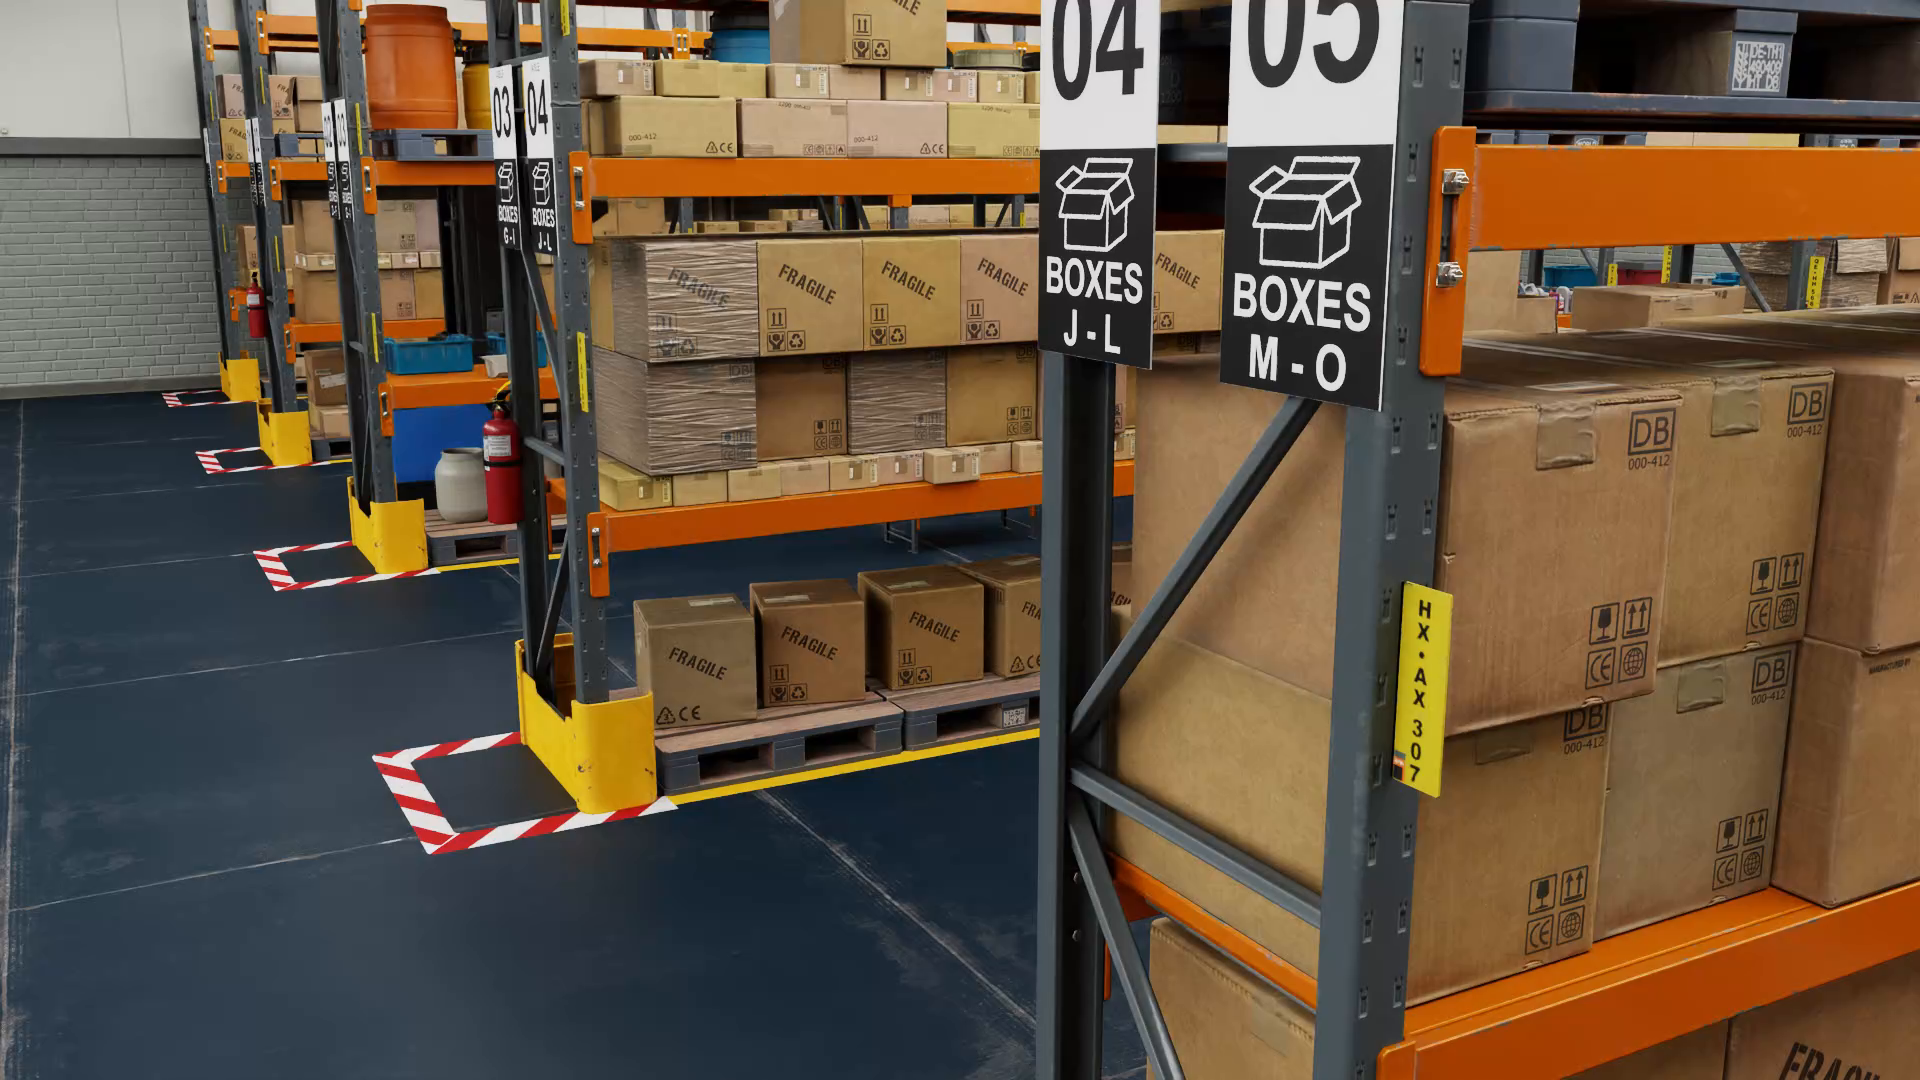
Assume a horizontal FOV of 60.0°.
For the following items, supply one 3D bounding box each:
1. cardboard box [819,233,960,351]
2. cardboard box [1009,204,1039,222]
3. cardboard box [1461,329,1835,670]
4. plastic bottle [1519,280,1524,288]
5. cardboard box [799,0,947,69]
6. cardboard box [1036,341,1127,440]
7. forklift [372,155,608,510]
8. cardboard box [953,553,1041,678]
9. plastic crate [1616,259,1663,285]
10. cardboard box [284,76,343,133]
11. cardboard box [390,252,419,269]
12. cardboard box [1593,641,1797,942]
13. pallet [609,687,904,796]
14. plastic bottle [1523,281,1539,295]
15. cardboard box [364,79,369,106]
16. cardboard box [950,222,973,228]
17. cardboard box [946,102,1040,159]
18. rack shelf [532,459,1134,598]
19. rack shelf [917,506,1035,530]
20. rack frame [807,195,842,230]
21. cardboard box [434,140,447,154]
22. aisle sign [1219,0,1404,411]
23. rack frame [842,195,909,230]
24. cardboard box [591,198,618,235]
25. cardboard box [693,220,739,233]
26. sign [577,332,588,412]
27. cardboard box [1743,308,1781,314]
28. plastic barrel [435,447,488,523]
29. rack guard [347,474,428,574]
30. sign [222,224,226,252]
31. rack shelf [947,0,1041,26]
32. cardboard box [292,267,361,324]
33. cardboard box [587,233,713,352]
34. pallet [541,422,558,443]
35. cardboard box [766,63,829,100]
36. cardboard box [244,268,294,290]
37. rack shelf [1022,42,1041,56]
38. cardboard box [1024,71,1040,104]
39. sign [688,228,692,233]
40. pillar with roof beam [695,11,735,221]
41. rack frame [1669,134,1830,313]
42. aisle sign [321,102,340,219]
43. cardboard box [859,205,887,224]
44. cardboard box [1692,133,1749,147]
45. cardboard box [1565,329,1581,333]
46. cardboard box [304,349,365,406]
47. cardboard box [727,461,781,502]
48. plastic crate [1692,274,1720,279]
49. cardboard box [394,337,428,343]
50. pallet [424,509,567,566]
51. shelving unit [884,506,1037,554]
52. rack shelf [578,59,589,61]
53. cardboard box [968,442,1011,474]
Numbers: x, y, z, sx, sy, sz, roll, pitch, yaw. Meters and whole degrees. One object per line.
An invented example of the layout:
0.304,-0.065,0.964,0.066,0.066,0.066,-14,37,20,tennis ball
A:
-0.335,-1.171,7.800,0.500,0.500,0.500,-7,14,-28,cardboard box
0.843,-4.926,25.005,0.500,0.250,0.500,-6,14,-27,cardboard box
1.242,-0.121,3.514,0.550,0.550,0.875,-7,14,-28,cardboard box
5.612,-2.441,16.737,0.185,0.351,0.144,-7,14,-28,plastic bottle
-0.396,-2.386,7.502,0.500,0.500,0.500,-7,14,-28,cardboard box
0.411,-0.842,8.612,0.500,0.500,0.875,-7,14,-28,cardboard box
-3.533,-1.824,14.038,3.031,2.935,1.130,-7,15,-29,forklift
0.306,0.390,8.781,0.500,0.500,0.500,-8,15,-33,cardboard box
7.235,-2.703,17.507,0.583,0.464,0.402,-7,14,-28,plastic crate
-6.066,-4.136,15.815,0.637,0.503,0.797,-6,14,-24,cardboard box
-5.452,-2.735,16.226,0.250,0.149,0.380,-7,14,-29,cardboard box
1.235,0.403,3.644,0.550,0.550,0.875,-7,14,-28,cardboard box
-1.032,0.893,8.158,1.213,0.211,1.003,-7,14,-28,pallet
5.681,-2.413,16.614,0.185,0.351,0.144,-7,14,-28,plastic bottle
-7.334,-5.508,20.870,0.500,0.500,0.500,-7,14,-28,cardboard box
-0.024,-4.453,24.612,0.500,0.500,0.500,-6,14,-26,cardboard box
0.059,-1.934,7.880,0.500,0.250,0.500,-6,14,-26,cardboard box
-0.073,-0.240,8.481,4.000,0.370,1.077,-7,14,-28,rack shelf
0.006,-0.311,12.543,1.000,0.278,0.538,-7,14,-28,rack shelf
-1.927,-4.086,23.932,0.127,3.000,1.000,-7,14,-28,rack frame
-6.681,-4.970,20.755,0.500,0.500,0.500,-7,15,-30,cardboard box
0.541,-0.617,2.597,0.004,0.787,0.394,-7,14,-28,aisle sign
-0.691,-1.756,13.578,0.127,3.000,1.000,-7,14,-28,rack frame
-3.890,-3.291,17.218,0.500,0.500,0.700,-7,14,-28,cardboard box
-3.418,-4.162,23.043,0.500,0.500,0.700,-7,14,-28,cardboard box
-1.569,-0.698,6.908,0.005,0.325,0.100,-7,14,-28,sign
5.508,-1.370,11.639,0.500,0.500,0.500,-6,14,-26,cardboard box
-3.661,-0.410,12.309,0.421,0.512,0.421,0,13,0,plastic barrel
-4.158,-0.132,12.059,0.348,0.500,1.175,-7,14,-28,rack guard
-8.689,-3.562,19.632,0.005,0.325,0.100,-7,14,-28,sign
1.065,-4.347,13.977,4.000,0.370,1.077,-7,14,-28,rack shelf
-6.156,-2.385,16.148,0.500,0.500,0.700,-7,14,-28,cardboard box
-1.464,-1.167,7.782,0.500,0.500,0.500,-7,14,-28,cardboard box
-4.851,-1.145,17.218,1.213,0.211,1.003,-7,14,-28,pallet
-0.766,-2.023,7.369,0.250,0.149,0.380,-6,14,-26,cardboard box
-8.368,-3.171,20.163,0.500,0.250,0.500,-7,15,-29,cardboard box
2.205,-5.723,20.091,4.000,0.370,1.077,-7,14,-28,rack shelf
0.381,-2.156,7.960,0.250,0.149,0.380,-6,14,-25,cardboard box
-2.794,-3.065,17.243,0.005,0.325,0.100,-7,14,-28,sign
-1.420,-6.213,19.720,0.400,9.000,9.100,-7,14,-28,pillar with roof beam
5.193,-1.222,11.207,0.127,3.000,1.000,-7,14,-28,rack frame
-4.407,-2.653,11.644,0.004,0.787,0.394,-7,14,-28,aisle sign
-1.380,-4.656,23.808,0.500,0.250,0.500,-6,14,-27,cardboard box
4.464,-2.460,10.218,0.500,0.250,0.500,-7,14,-28,cardboard box
3.859,-1.134,10.165,0.258,0.266,0.396,-7,15,-29,cardboard box
-6.244,-1.633,16.631,0.500,0.500,0.500,-7,14,-28,cardboard box
-1.009,-0.288,7.628,0.250,0.149,0.380,-7,14,-28,cardboard box
8.312,-2.865,18.751,0.300,0.233,0.416,-7,14,-28,plastic crate
-7.130,-2.422,21.231,0.500,0.500,0.700,-8,15,-31,cardboard box
-3.442,-0.076,12.466,1.213,0.211,1.003,-7,14,-28,pallet
0.006,-0.549,12.489,1.048,1.125,0.538,-7,14,-28,shelving unit
-3.682,-6.256,22.461,4.000,0.370,1.077,-7,14,-28,rack shelf
0.055,-0.433,8.272,0.250,0.149,0.380,-7,14,-28,cardboard box
